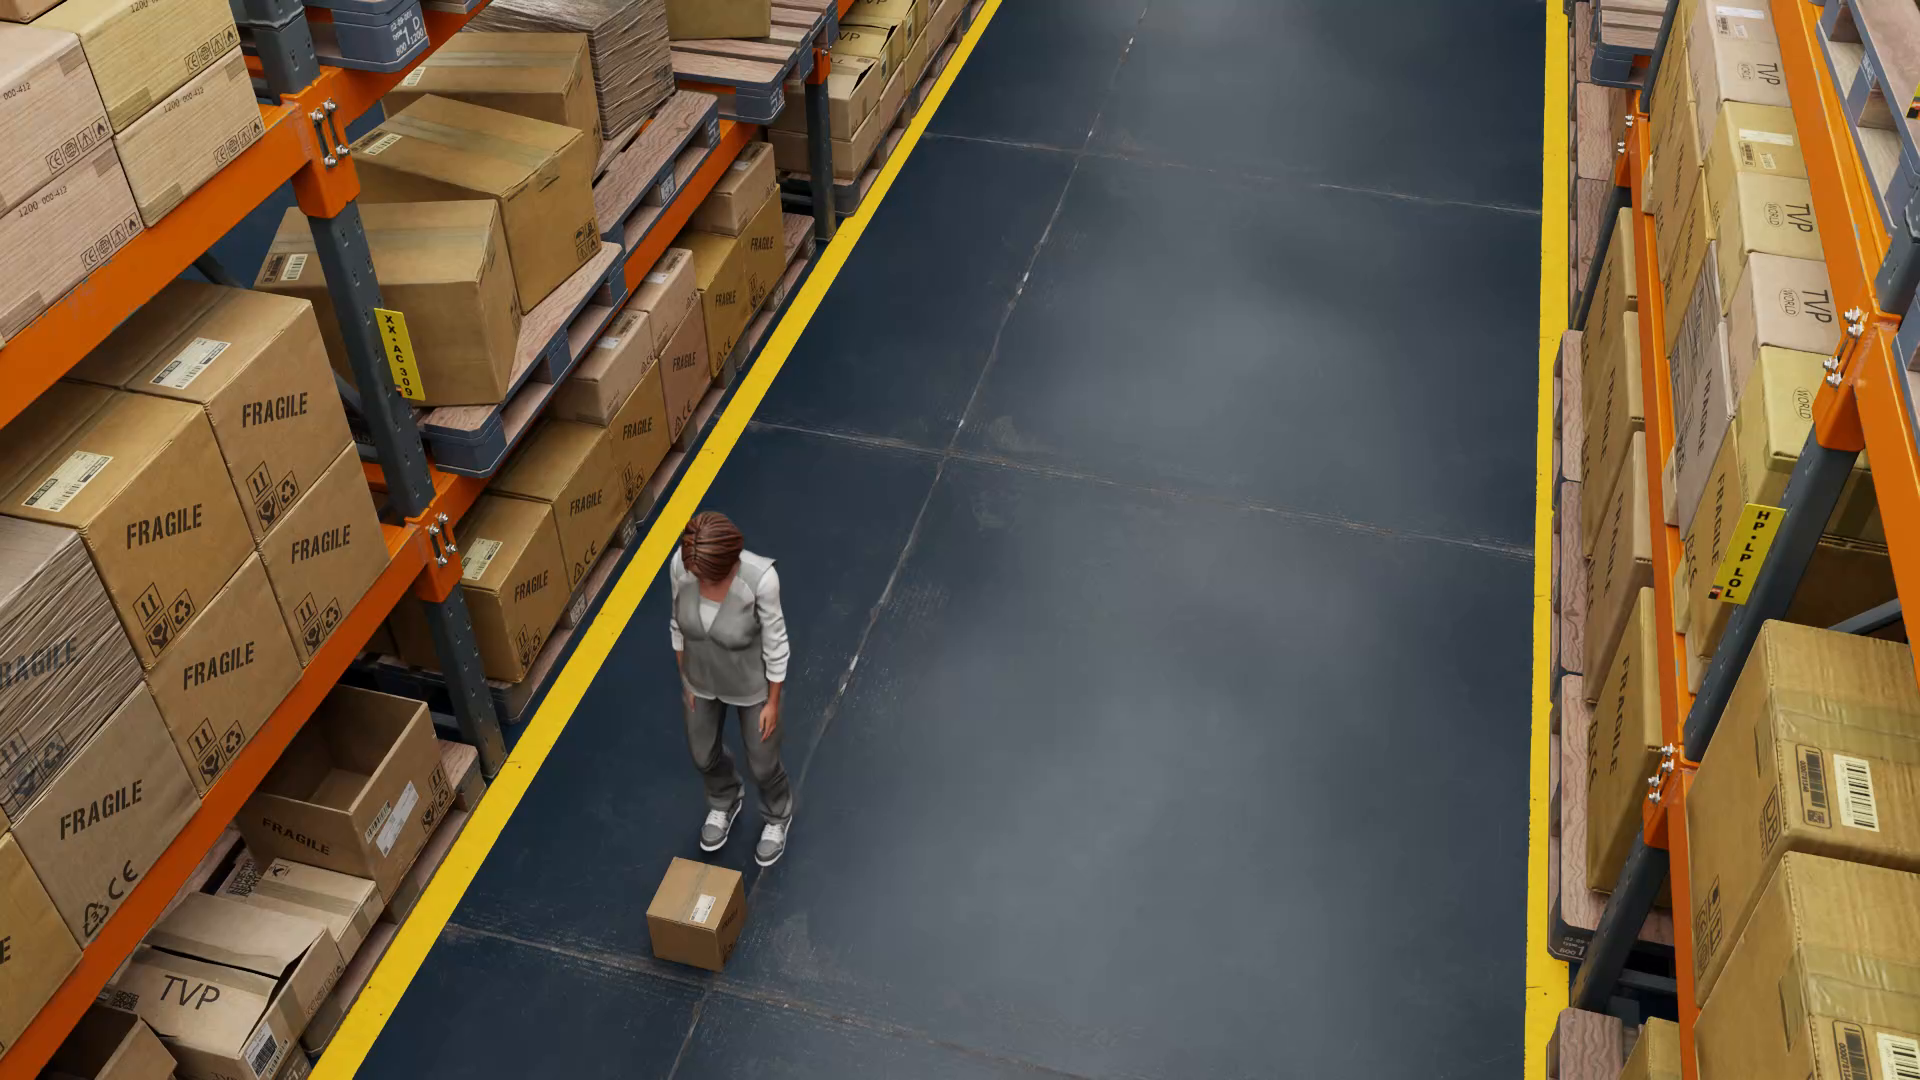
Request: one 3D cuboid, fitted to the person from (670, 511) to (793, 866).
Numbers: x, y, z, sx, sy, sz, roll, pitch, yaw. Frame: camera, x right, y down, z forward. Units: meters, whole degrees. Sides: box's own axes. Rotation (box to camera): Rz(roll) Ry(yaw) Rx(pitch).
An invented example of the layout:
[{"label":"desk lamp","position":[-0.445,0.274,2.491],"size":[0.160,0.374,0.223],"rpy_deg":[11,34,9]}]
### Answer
[{"label":"person","position":[-0.755,0.494,5.633],"size":[0.417,1.581,0.341],"rpy_deg":[11,43,12]}]
